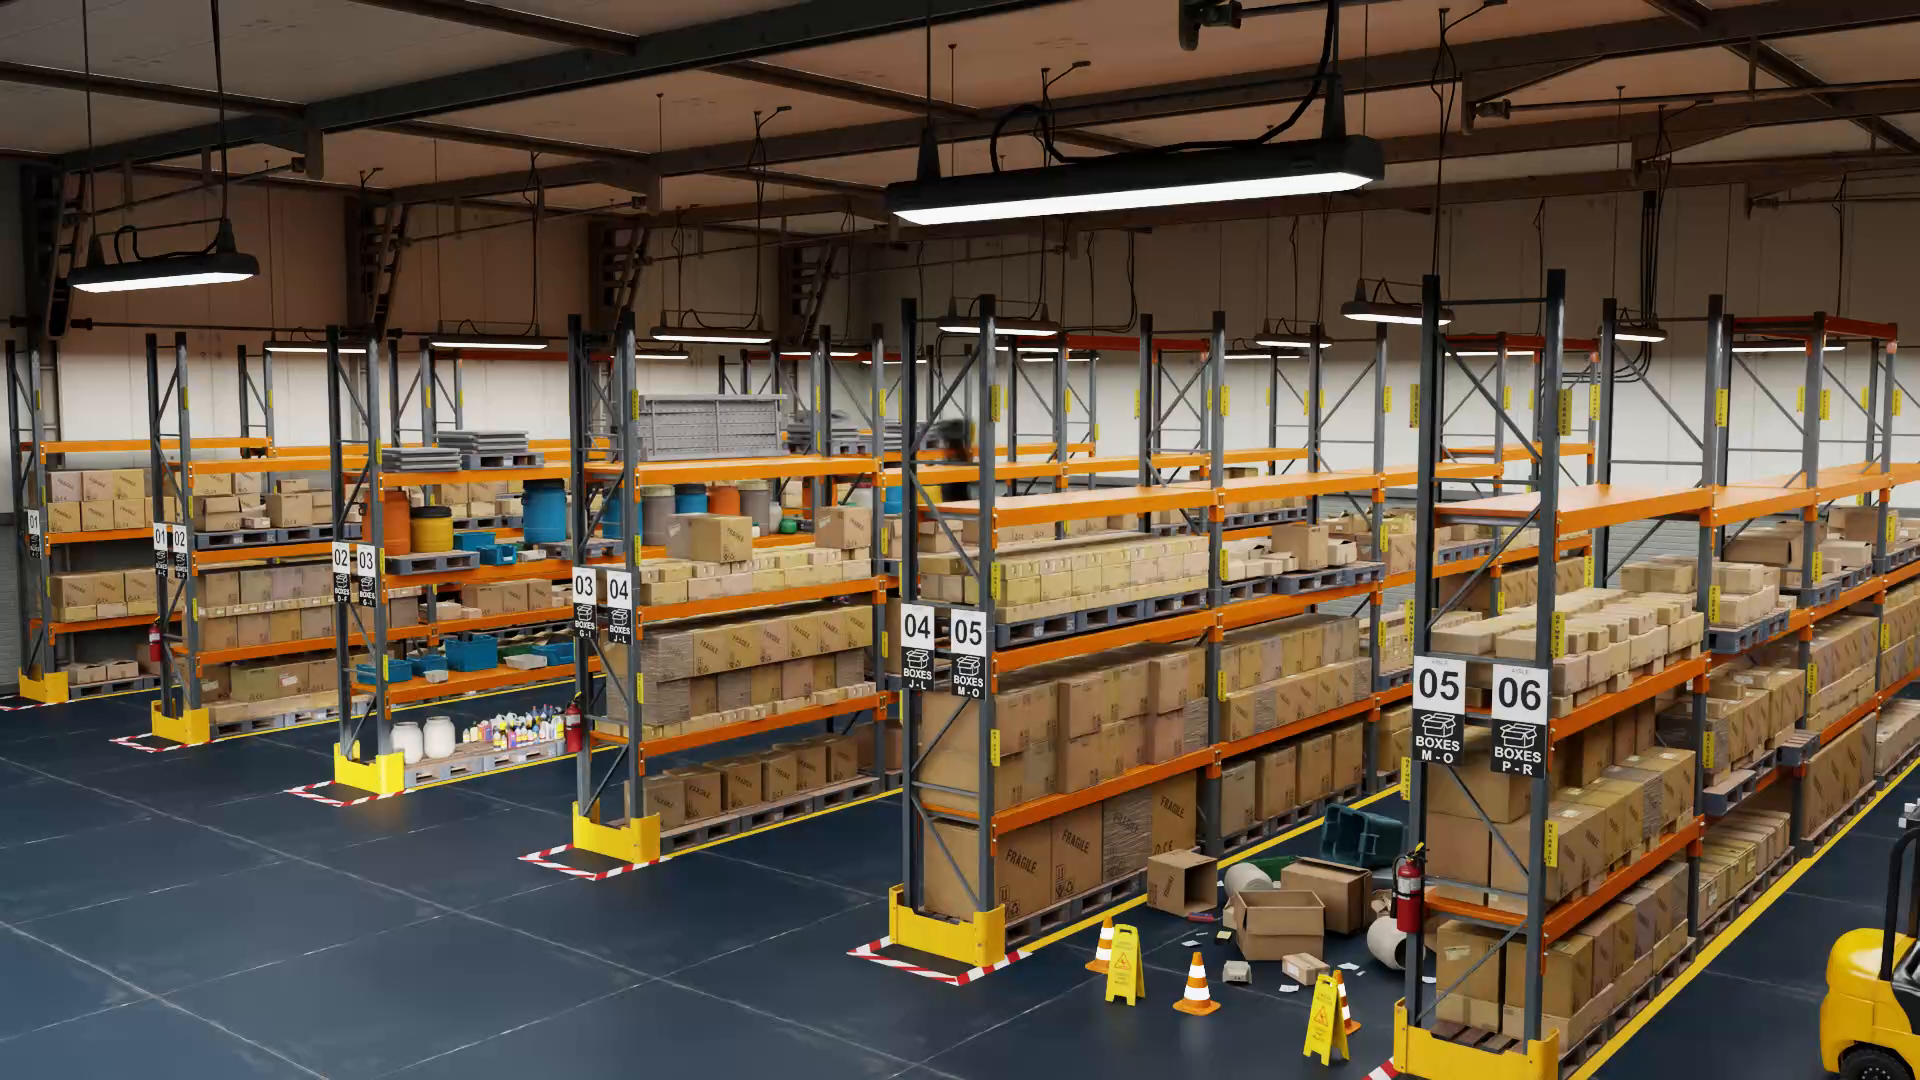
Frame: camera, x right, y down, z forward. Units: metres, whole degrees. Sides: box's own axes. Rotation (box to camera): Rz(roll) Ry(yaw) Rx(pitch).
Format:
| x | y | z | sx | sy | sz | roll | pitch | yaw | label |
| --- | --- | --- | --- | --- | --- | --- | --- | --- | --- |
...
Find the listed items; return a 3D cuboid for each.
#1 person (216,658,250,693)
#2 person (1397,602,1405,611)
| x | y | z | sx | sy | sz | roll | pitch | yaw | label |
| --- | --- | --- | --- | --- | --- | --- | --- | --- | --- |
| -12.021 | 1.889 | 27.560 | 0.522 | 1.675 | 0.795 | 1 | 5 | 14 | person |
| 7.304 | 1.862 | 27.333 | 0.553 | 1.716 | 0.764 | 5 | 7 | 44 | person |
